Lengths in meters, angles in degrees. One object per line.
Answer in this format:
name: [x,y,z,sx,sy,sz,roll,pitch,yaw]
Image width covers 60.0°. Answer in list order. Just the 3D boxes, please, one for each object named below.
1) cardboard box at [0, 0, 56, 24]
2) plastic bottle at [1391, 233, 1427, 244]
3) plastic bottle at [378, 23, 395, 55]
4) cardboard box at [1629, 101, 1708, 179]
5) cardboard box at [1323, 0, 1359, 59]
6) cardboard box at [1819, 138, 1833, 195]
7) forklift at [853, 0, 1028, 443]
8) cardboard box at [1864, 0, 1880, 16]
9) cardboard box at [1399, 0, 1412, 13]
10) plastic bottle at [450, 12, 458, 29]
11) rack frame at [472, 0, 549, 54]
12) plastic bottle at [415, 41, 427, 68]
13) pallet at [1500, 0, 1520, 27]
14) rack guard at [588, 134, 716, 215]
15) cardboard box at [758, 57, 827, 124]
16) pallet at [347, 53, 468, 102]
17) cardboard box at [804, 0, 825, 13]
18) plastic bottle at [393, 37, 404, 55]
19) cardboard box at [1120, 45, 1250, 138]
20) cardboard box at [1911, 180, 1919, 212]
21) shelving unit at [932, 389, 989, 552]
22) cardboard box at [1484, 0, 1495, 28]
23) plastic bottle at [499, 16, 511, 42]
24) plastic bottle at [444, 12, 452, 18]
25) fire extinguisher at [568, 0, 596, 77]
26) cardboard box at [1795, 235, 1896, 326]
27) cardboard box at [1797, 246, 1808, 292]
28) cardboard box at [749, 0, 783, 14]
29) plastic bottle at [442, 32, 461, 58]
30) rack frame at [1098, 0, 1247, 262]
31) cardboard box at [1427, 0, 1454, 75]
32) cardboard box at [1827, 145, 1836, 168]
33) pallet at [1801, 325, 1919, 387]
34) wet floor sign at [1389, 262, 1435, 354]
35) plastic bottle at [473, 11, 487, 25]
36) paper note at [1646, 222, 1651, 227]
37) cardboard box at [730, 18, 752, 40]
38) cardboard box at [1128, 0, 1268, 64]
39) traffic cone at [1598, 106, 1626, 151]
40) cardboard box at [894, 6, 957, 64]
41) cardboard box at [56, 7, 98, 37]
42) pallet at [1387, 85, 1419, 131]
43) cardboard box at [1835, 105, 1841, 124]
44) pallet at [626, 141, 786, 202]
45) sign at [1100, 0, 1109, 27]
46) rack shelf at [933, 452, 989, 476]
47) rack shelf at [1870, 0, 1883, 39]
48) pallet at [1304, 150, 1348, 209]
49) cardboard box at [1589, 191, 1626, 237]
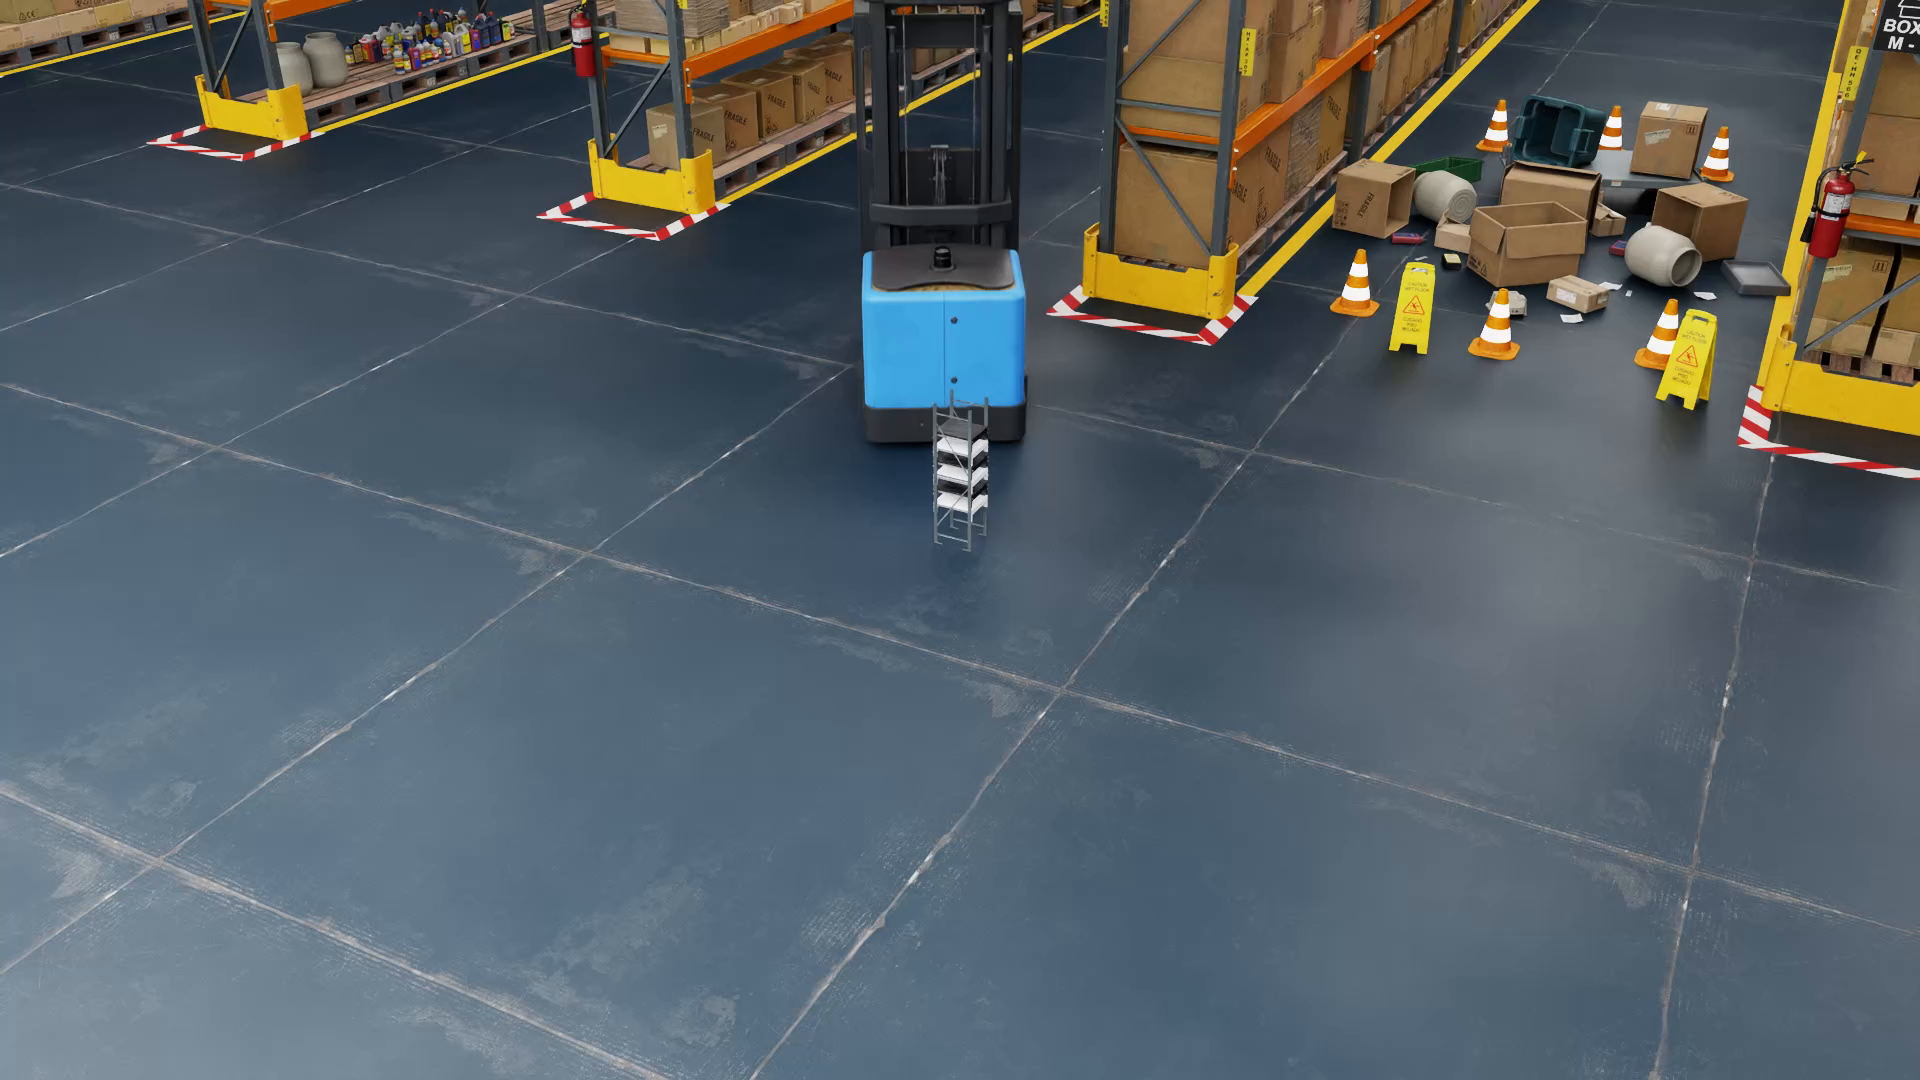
cardboard box: [-10.965,-6.332,19.350,0.500,0.500,0.500,14,33,23]
plastic bottle: [3.821,-2.566,14.158,0.283,0.061,0.133,4,30,6]
plastic bottle: [-6.505,-5.679,18.846,0.144,0.351,0.185,16,33,25]
cardboard box: [6.229,-3.519,14.615,0.500,0.500,0.500,14,33,23]
cardboard box: [2.987,-4.612,14.618,0.875,0.550,0.550,14,33,23]
cardboard box: [7.318,-2.998,13.545,0.500,0.500,0.500,16,34,26]
forklift: [-0.150,-2.596,11.327,1.130,2.935,3.031,-1,30,-2]
cardboard box: [6.281,-3.215,10.933,0.700,0.500,0.500,15,33,24]
cardboard box: [4.083,-5.401,16.043,0.500,0.500,0.500,15,33,24]
plastic bottle: [-5.967,-6.053,19.564,0.061,0.283,0.133,14,33,23]
rack frame: [-5.404,-7.255,19.372,1.000,3.000,0.127,14,33,23]
plastic bottle: [-5.966,-5.375,18.395,0.097,0.271,0.097,0,30,0]
pallet: [6.666,-6.954,21.647,1.003,0.211,1.213,14,33,23]
rack guard: [-2.782,-3.308,15.009,1.175,0.500,0.348,14,33,23]
cardboard box: [-1.679,-4.513,16.685,0.500,0.500,0.500,11,32,19]
pallet: [-6.301,-5.215,18.619,1.003,0.211,1.213,14,33,23]
cardboard box: [-1.527,-5.199,16.044,0.380,0.149,0.250,14,33,23]
plastic bottle: [-6.378,-5.606,18.869,0.097,0.201,0.097,0,30,0]
cardboard box: [1.681,-3.428,12.557,0.875,0.550,0.550,14,33,23]
cardboard box: [6.446,-2.220,10.857,0.380,0.149,0.250,15,33,24]
shelving unit: [0.004,-0.394,9.532,0.258,0.900,0.210,14,33,23]
cardboard box: [6.202,-6.541,20.217,0.500,0.500,0.500,13,32,22]
plastic bottle: [-5.329,-5.980,19.437,0.061,0.283,0.133,16,34,26]
plastic bottle: [-6.062,-6.074,19.608,0.152,0.276,0.135,16,33,25]
fire extinguisher: [-3.279,-4.379,14.441,0.296,0.674,0.183,14,33,23]
cardboard box: [6.138,-1.840,11.528,0.500,0.500,0.500,15,33,24]
cardboard box: [6.610,-1.981,12.526,0.500,0.250,0.500,13,32,22]
cardboard box: [-2.155,-5.229,15.445,0.875,0.500,0.500,14,33,23]
plastic bottle: [-5.753,-5.615,18.809,0.152,0.276,0.135,15,33,24]
rack frame: [1.553,-3.189,12.290,1.000,3.000,0.127,14,33,23]
cardboard box: [4.839,-5.692,18.487,1.050,0.750,0.750,14,33,23]
cardboard box: [6.855,-2.889,12.705,0.380,0.149,0.250,16,34,26]
pallet: [6.441,-1.287,11.779,1.003,0.211,1.213,14,33,23]
wet floor sign: [3.302,-1.706,12.072,0.267,0.644,0.232,9,31,15]
plastic bottle: [-5.569,-5.979,19.368,0.144,0.351,0.185,14,33,23]
paper note: [6.067,-2.748,14.505,0.148,0.019,0.142,14,33,23]
cardboard box: [-2.121,-4.651,15.090,0.380,0.149,0.250,14,33,23]
cardboard box: [1.756,-3.878,12.255,0.875,0.550,0.550,14,33,23]
traffic cone: [6.388,-4.006,16.262,0.336,0.463,0.334,14,33,23]
cardboard box: [-0.462,-5.713,18.755,0.700,0.500,0.500,14,33,23]
cardboard box: [-10.739,-6.229,19.924,0.500,0.250,0.500,14,33,23]
pallet: [4.214,-4.655,17.643,1.003,0.211,1.213,14,33,23]
cardboard box: [9.054,-4.122,16.133,0.950,0.372,0.625,14,33,22]
pallet: [-2.381,-3.535,15.694,1.003,0.211,1.213,14,33,23]
sign: [1.076,-3.923,12.168,0.100,0.325,0.005,14,33,23]
rack shelf: [0.004,-0.443,9.504,0.258,0.077,0.200,14,33,23]
rack shelf: [6.916,-3.986,11.389,1.077,0.370,4.000,14,33,23]
pallet: [2.959,-3.433,15.517,1.003,0.211,1.213,14,33,23]
cardboard box: [5.546,-2.824,14.401,0.258,0.266,0.396,-7,31,-11]
